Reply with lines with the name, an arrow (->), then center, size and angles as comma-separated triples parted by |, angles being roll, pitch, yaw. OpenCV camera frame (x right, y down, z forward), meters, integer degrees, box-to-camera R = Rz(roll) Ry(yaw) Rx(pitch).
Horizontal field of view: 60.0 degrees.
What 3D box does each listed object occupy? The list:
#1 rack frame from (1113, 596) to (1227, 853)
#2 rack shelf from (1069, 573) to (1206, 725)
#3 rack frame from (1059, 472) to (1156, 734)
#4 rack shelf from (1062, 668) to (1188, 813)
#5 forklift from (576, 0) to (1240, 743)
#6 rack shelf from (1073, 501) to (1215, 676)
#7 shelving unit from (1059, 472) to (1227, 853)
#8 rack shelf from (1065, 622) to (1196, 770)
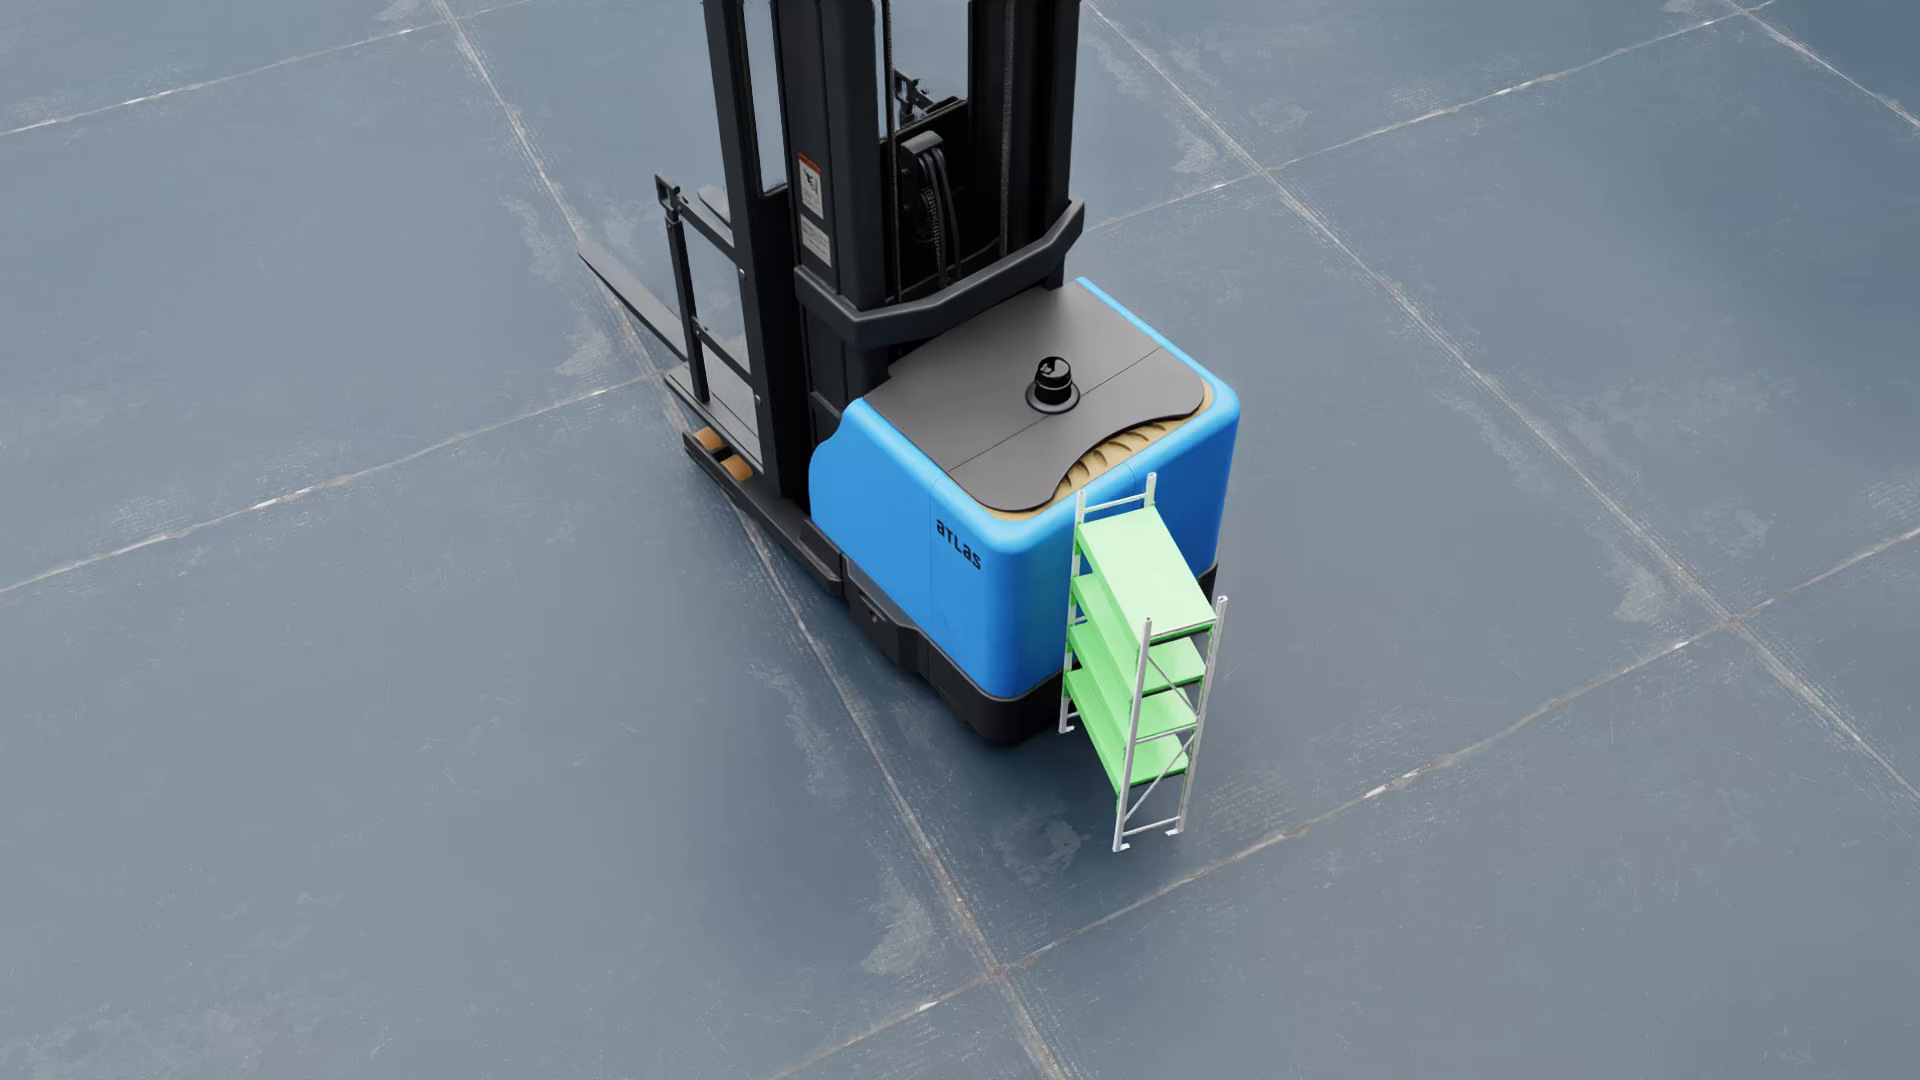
rack frame -> 0.610, 0.580, 4.945 | 0.240, 1.200, 0.015 | -14, 50, -12
rack shelf -> 0.532, 0.291, 4.965 | 0.258, 0.148, 0.480 | -14, 50, -12
rack frame -> 0.454, 0.232, 5.250 | 0.240, 1.200, 0.015 | -14, 50, -12
rack shelf -> 0.532, 0.607, 5.326 | 0.258, 0.148, 0.480 | -14, 50, -12
forklift -> -0.415, -1.339, 5.474 | 1.130, 2.935, 3.031 | -31, 56, -25
rack shelf -> 0.532, 0.133, 4.784 | 0.258, 0.148, 0.480 | -14, 50, -12
shelving unit -> 0.532, 0.406, 5.097 | 0.258, 1.200, 0.503 | -14, 50, -12
rack shelf -> 0.532, 0.449, 5.145 | 0.258, 0.148, 0.480 | -14, 50, -12
